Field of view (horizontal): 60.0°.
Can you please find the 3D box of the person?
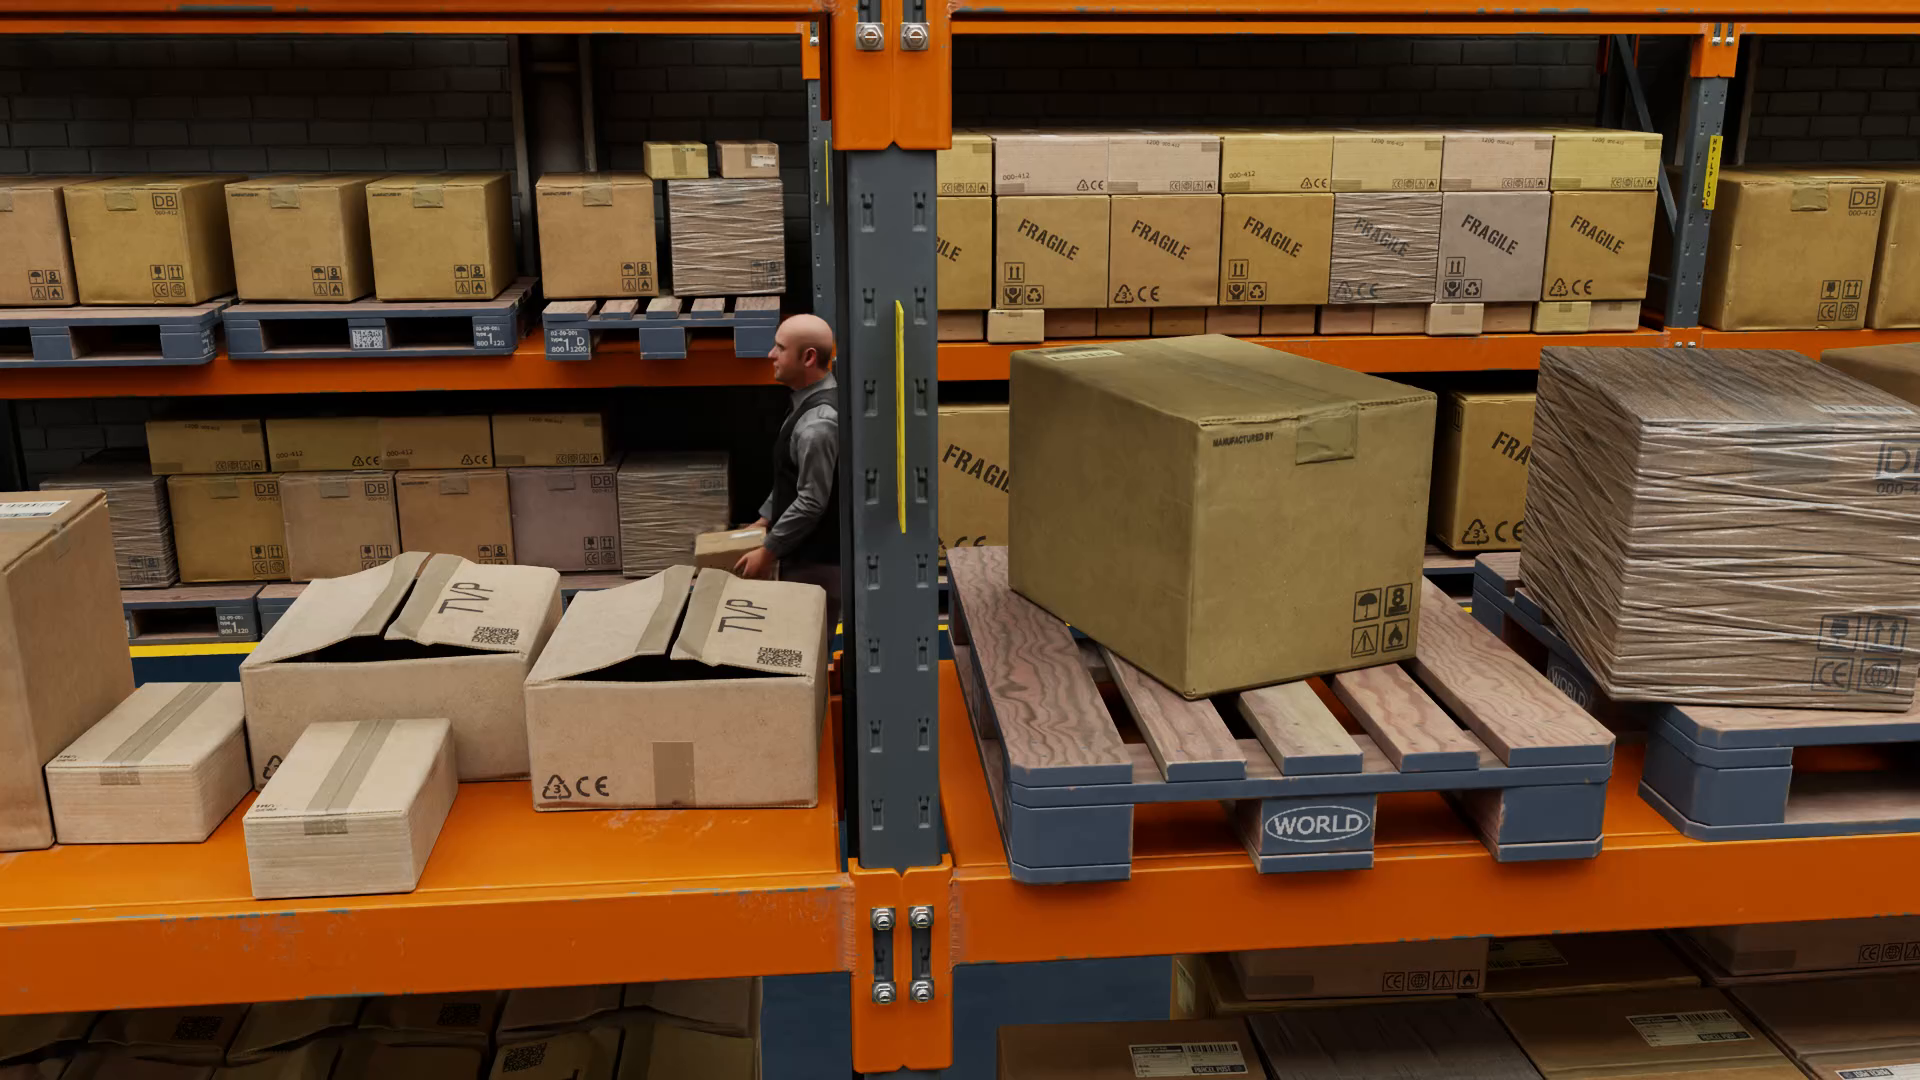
[{"bbox_3d":[-0.552,0.068,5.843,0.482,1.728,0.544,-2,17,-6],"label":"person"}]
